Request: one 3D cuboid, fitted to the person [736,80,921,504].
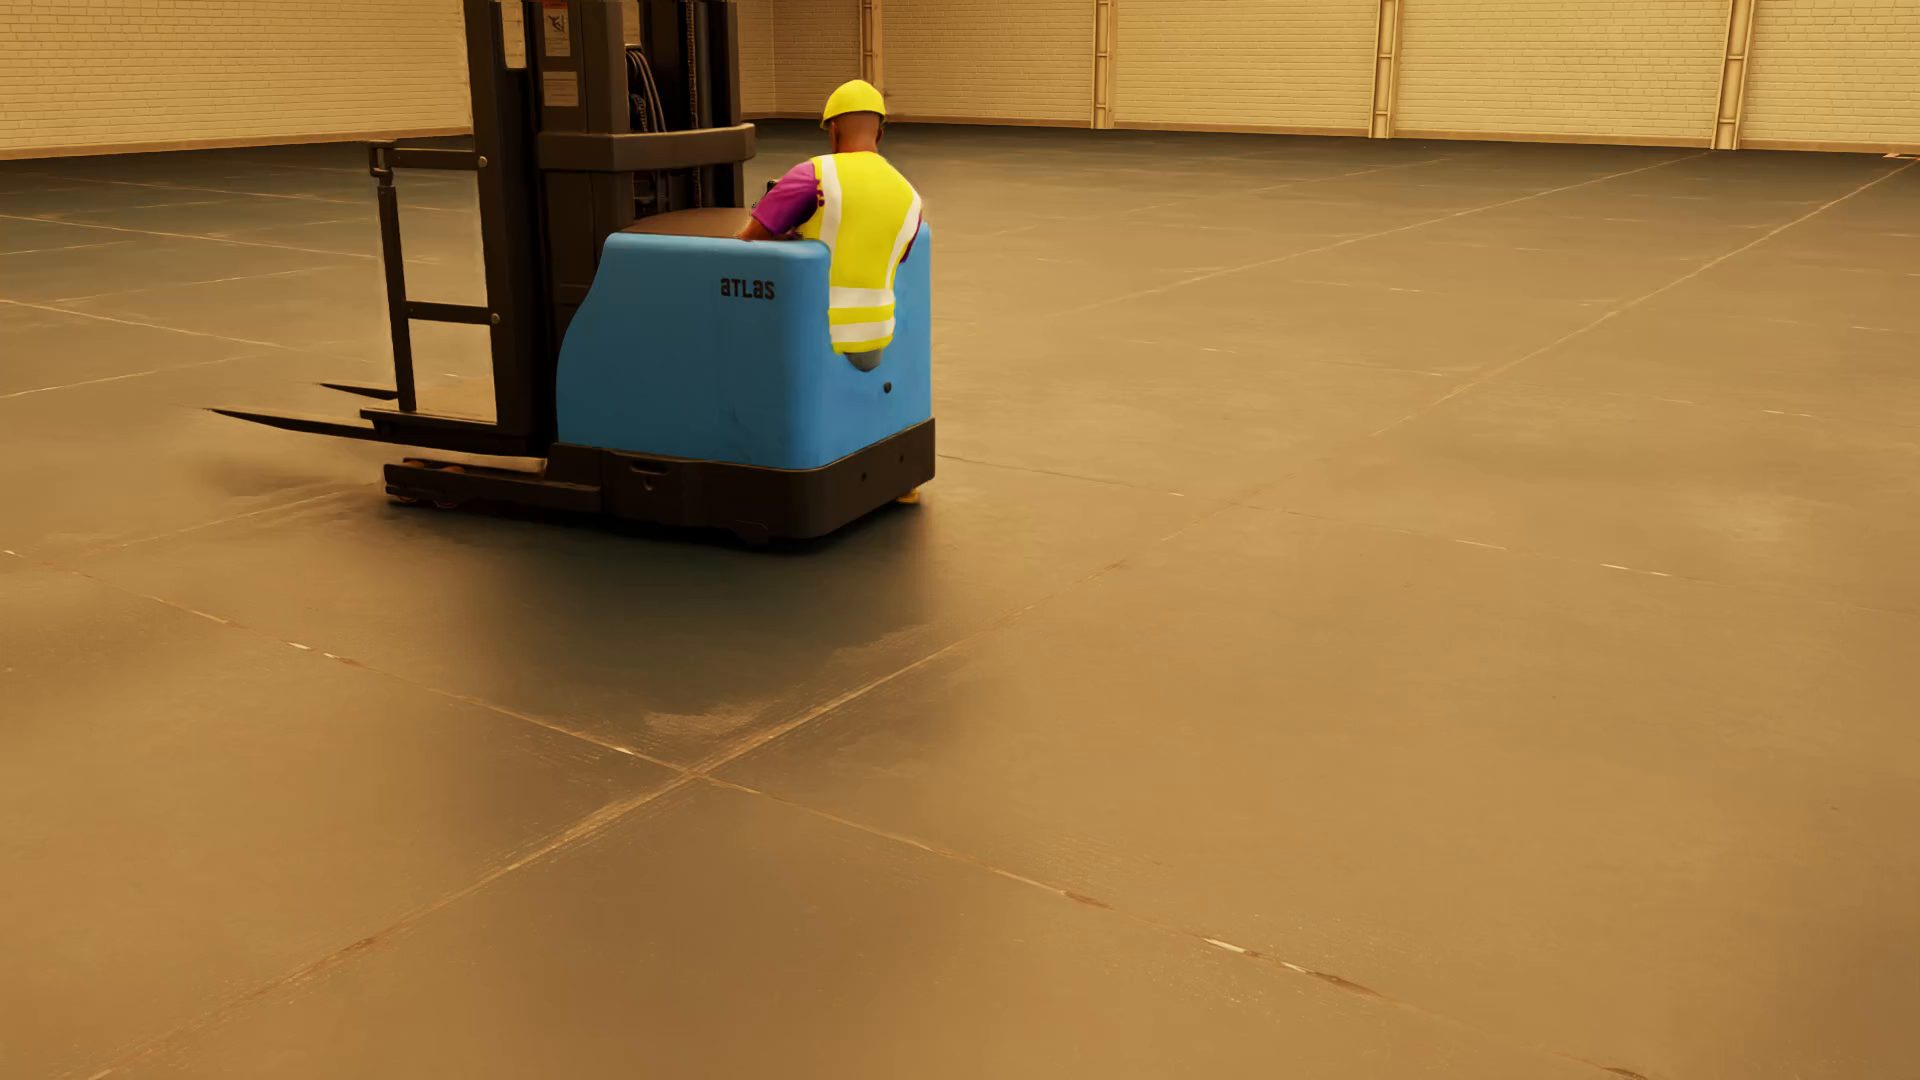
[{"bbox_3d":[-0.518,-0.840,6.009,0.885,1.592,0.786,-11,20,-33],"label":"person"}]

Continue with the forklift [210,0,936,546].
[{"bbox_3d":[-1.655,-1.649,6.346,3.031,2.935,1.130,8,18,24],"label":"forklift"}]
